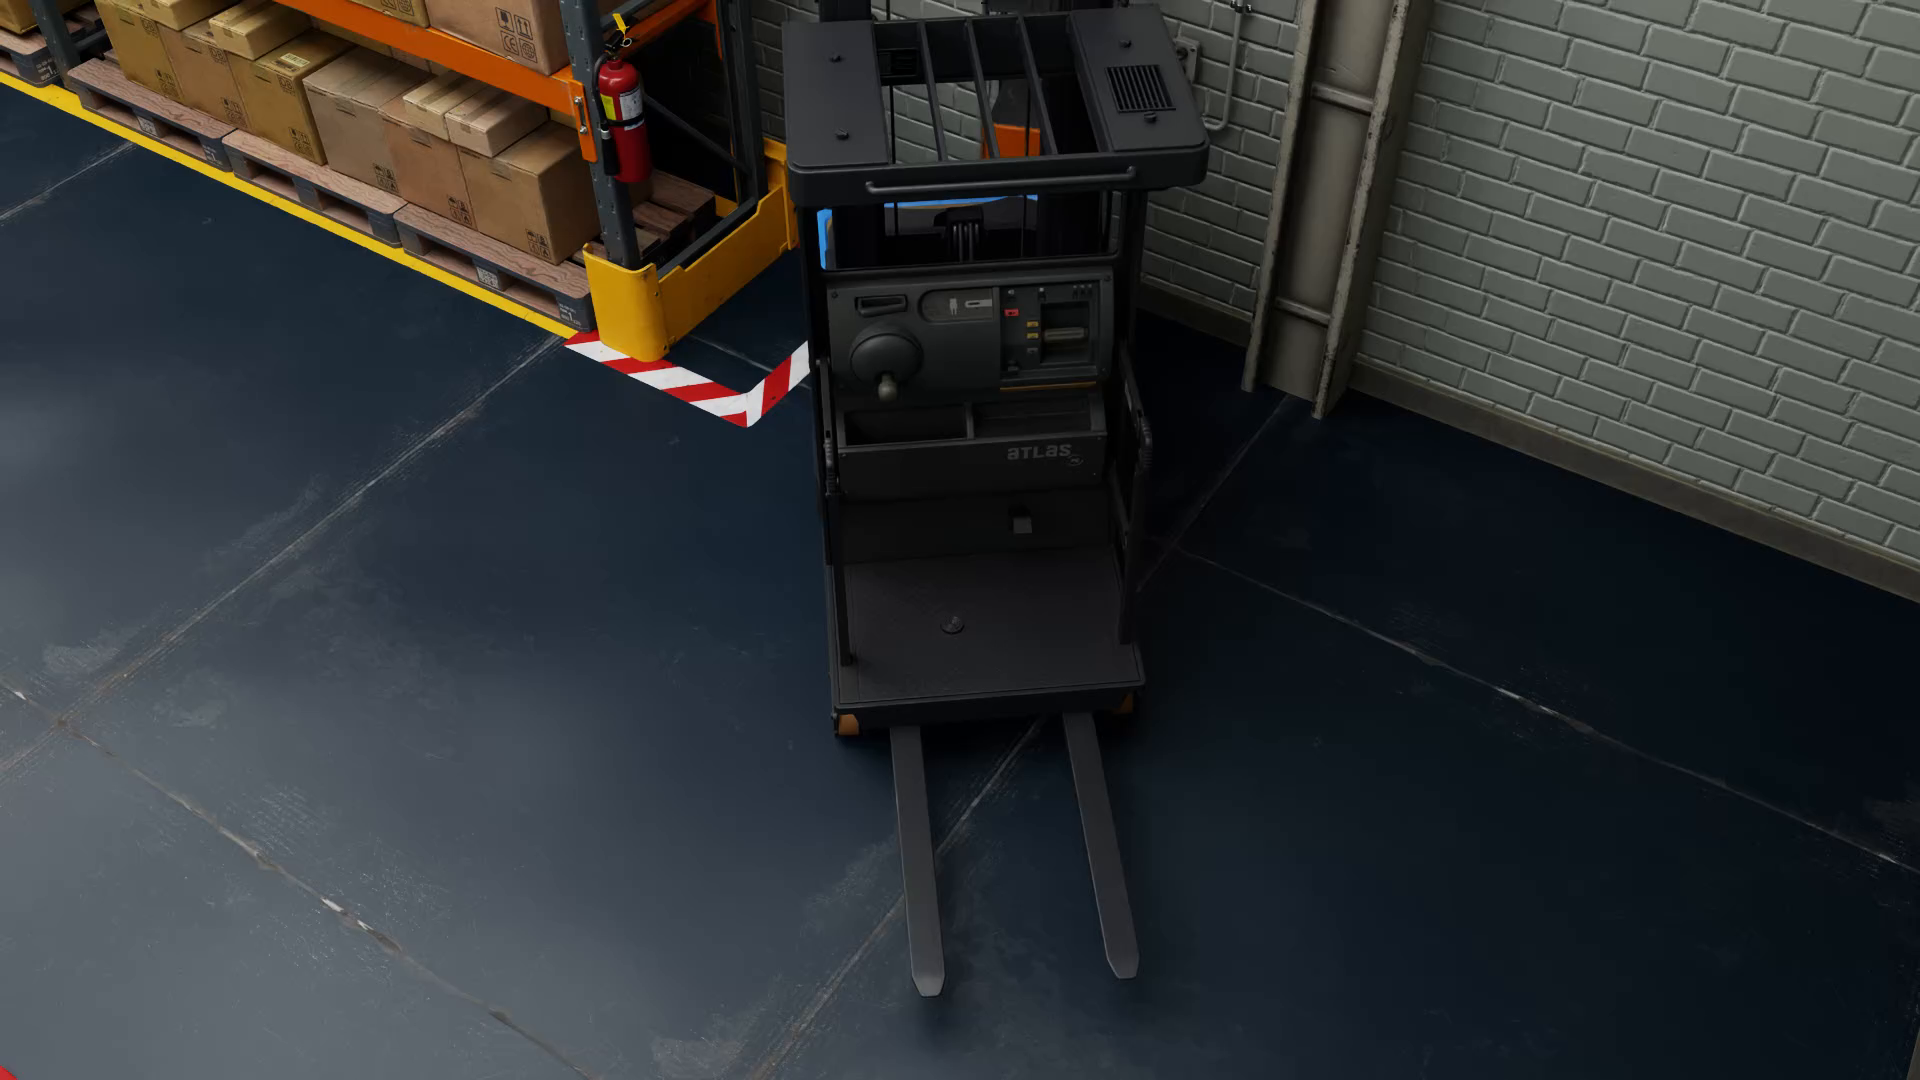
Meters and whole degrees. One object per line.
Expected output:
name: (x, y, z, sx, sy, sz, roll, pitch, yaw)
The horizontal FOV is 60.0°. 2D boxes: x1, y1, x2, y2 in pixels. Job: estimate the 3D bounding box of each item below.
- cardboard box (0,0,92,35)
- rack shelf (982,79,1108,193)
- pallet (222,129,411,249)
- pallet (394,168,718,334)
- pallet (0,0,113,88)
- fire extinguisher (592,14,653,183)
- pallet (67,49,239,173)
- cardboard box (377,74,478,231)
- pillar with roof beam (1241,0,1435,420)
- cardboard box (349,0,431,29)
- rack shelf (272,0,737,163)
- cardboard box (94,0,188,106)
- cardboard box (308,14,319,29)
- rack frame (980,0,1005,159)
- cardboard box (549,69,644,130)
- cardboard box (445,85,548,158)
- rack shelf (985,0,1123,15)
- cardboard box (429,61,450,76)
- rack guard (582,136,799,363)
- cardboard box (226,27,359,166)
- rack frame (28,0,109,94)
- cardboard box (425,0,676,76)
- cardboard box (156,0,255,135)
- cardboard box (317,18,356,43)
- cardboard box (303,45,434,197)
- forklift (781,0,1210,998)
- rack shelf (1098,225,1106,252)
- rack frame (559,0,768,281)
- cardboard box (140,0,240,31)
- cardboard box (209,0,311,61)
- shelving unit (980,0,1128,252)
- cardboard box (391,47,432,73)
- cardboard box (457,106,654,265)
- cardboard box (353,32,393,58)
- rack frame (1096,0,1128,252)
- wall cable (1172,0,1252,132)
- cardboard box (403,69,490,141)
cardboard box: (-5.226, -3.378, 9.147, 0.750, 0.750, 0.750, 25, 51, 23)
rack shelf: (0.367, -1.584, 6.835, 0.480, 0.518, 0.431, 9, 45, 9)
pallet: (-2.980, -2.023, 8.568, 1.213, 0.211, 1.003, 25, 51, 22)
pallet: (-1.957, -1.550, 8.109, 1.213, 0.211, 1.003, 25, 51, 22)
pallet: (-5.299, -3.089, 9.605, 1.213, 0.211, 1.003, 25, 51, 22)
fire extinguisher: (-1.364, -1.765, 6.688, 0.183, 0.674, 0.296, 25, 51, 22)
pallet: (-4.011, -2.495, 9.027, 1.213, 0.211, 1.003, 25, 51, 22)
cardboard box: (-2.306, -1.939, 7.993, 0.500, 0.500, 0.700, 25, 51, 22)
pillar with roof beam: (-0.826, -1.228, 1.669, 0.400, 9.000, 9.100, 25, 51, 22)
cardboard box: (-2.295, -2.830, 7.199, 0.700, 0.700, 0.980, 24, 51, 22)
rack shelf: (-2.925, -2.783, 7.864, 4.000, 0.370, 1.077, 25, 51, 22)
cardboard box: (-4.034, -2.732, 8.763, 0.500, 0.500, 0.700, 25, 51, 23)
cardboard box: (-3.170, -2.731, 8.310, 0.250, 0.149, 0.380, 25, 51, 22)
rack frame: (0.129, -1.632, 6.863, 0.015, 2.100, 0.400, 9, 45, 9)
cardboard box: (-1.672, -2.044, 7.642, 0.250, 0.149, 0.380, 25, 51, 22)
cardboard box: (-2.091, -1.911, 7.513, 0.250, 0.149, 0.380, 24, 51, 22)
rack shelf: (0.371, -2.085, 6.347, 0.480, 0.518, 0.431, 9, 45, 9)
cardboard box: (-2.309, -2.336, 7.927, 0.250, 0.149, 0.380, 25, 51, 22)
rack guard: (-1.221, -1.379, 7.741, 0.348, 0.500, 1.175, 25, 51, 22)
cardboard box: (-3.183, -2.335, 8.378, 0.500, 0.500, 0.700, 26, 51, 23)
rack frame: (-4.609, -3.808, 8.359, 0.127, 3.000, 1.000, 25, 51, 22)
cardboard box: (-1.676, -2.555, 6.932, 0.700, 0.700, 0.980, 27, 52, 24)
cardboard box: (-3.613, -2.535, 8.572, 0.500, 0.500, 0.700, 24, 51, 22)
cardboard box: (-2.953, -2.632, 8.214, 0.250, 0.149, 0.380, 24, 50, 21)
cardboard box: (-2.730, -2.133, 8.181, 0.500, 0.500, 0.700, 23, 50, 21)
forklift: (0.063, -0.573, 5.263, 1.130, 2.935, 3.031, -4, 46, -4)
rack shelf: (0.362, -1.083, 7.324, 0.480, 0.518, 0.431, 9, 45, 9)
rack frame: (-1.242, -2.259, 6.854, 0.127, 3.000, 1.000, 25, 51, 22)
cardboard box: (-3.845, -2.715, 8.295, 0.250, 0.149, 0.380, 26, 51, 23)
cardboard box: (-3.405, -2.513, 8.098, 0.250, 0.149, 0.380, 23, 50, 21)
shelving unit: (0.367, -1.594, 6.826, 0.503, 2.100, 0.431, 9, 45, 9)
cardboard box: (-2.523, -2.434, 8.022, 0.250, 0.149, 0.380, 25, 51, 23)
cardboard box: (-1.885, -1.745, 7.804, 0.500, 0.500, 0.700, 25, 51, 22)
cardboard box: (-2.740, -2.533, 8.118, 0.250, 0.149, 0.380, 25, 51, 22)
rack frame: (0.605, -1.556, 6.789, 0.015, 2.100, 0.400, 9, 45, 9)
wall cable: (0.347, -2.689, 6.563, 1.851, 1.984, 0.084, 25, 51, 22)
cardboard box: (-2.307, -2.009, 7.609, 0.250, 0.149, 0.380, 26, 51, 23)
